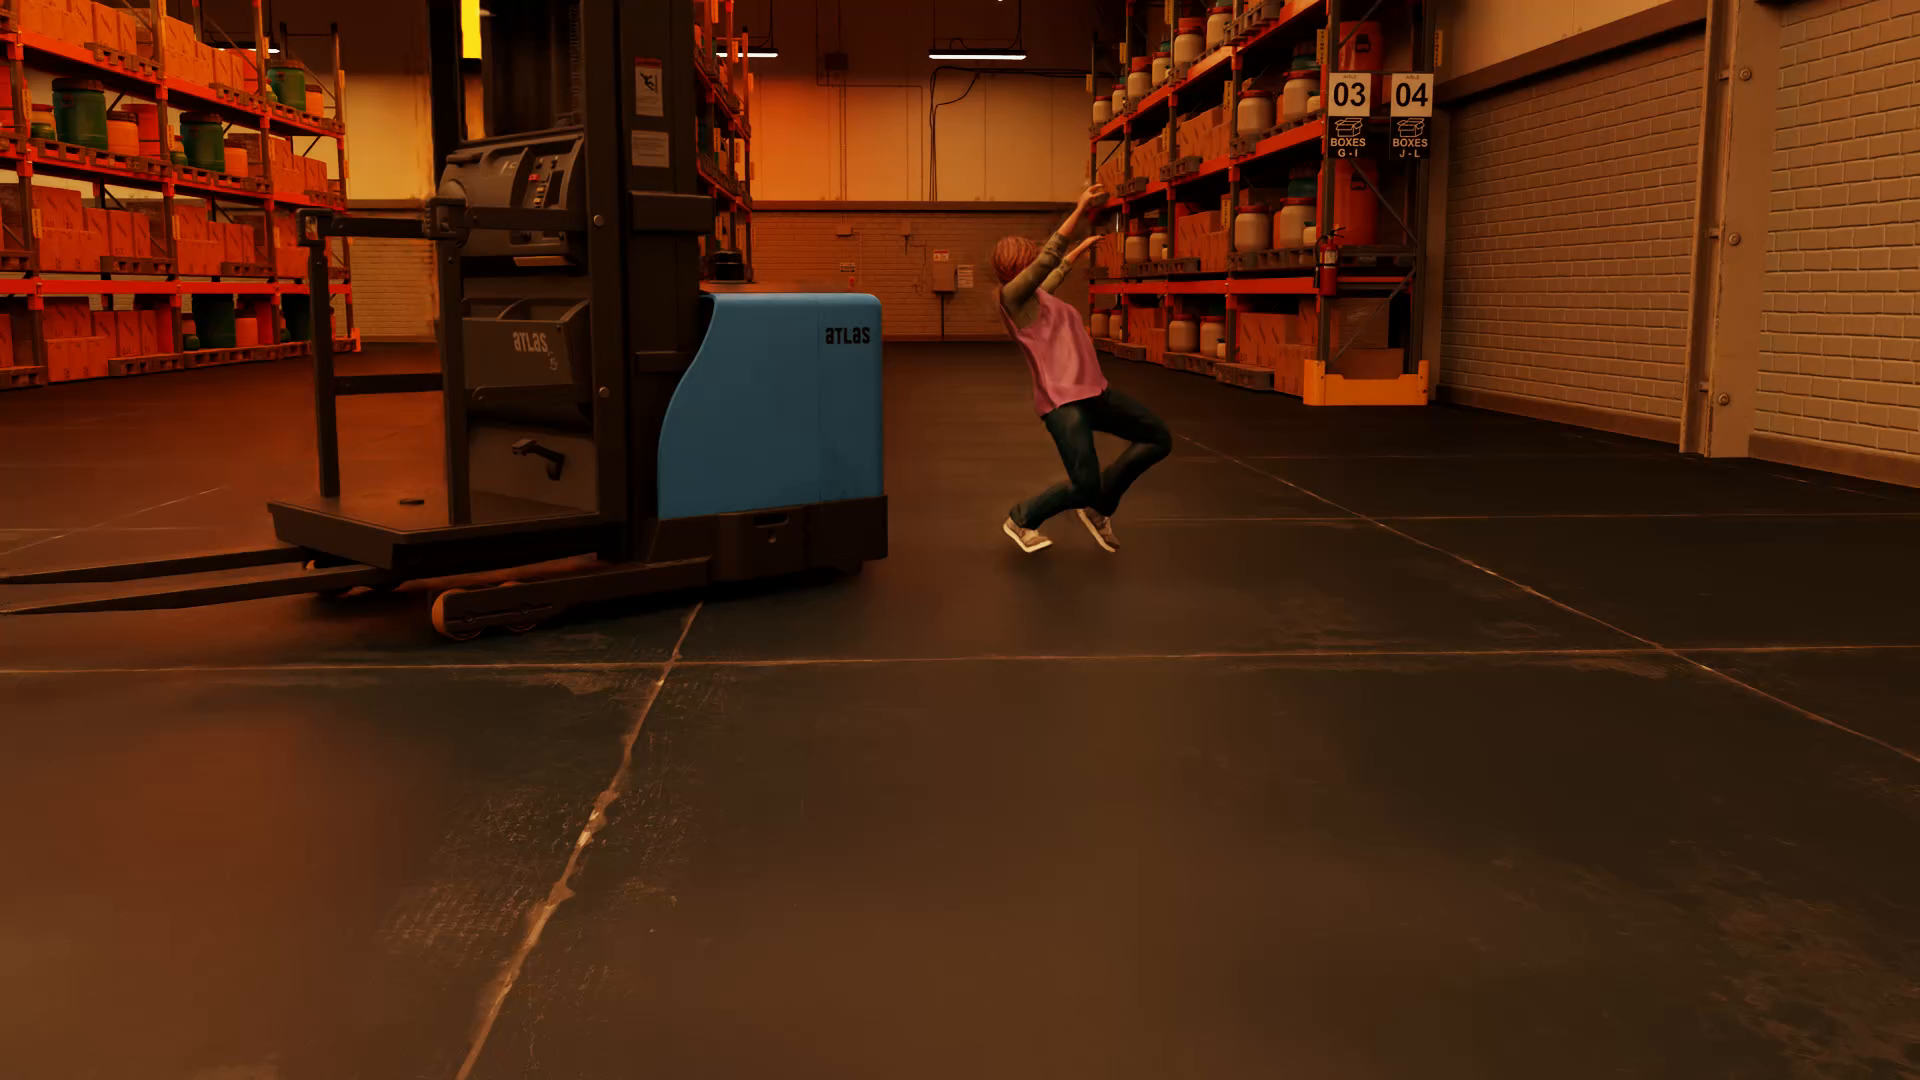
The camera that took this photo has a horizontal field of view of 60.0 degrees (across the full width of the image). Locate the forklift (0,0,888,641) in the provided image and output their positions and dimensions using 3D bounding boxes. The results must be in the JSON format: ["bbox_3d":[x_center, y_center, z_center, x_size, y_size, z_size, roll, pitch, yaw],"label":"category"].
[{"bbox_3d":[-1.699,-1.220,5.549,3.031,2.935,1.130,-8,11,-42],"label":"forklift"}]

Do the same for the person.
[{"bbox_3d":[0.537,-0.699,6.946,0.727,1.510,0.938,4,9,26],"label":"person"}]
